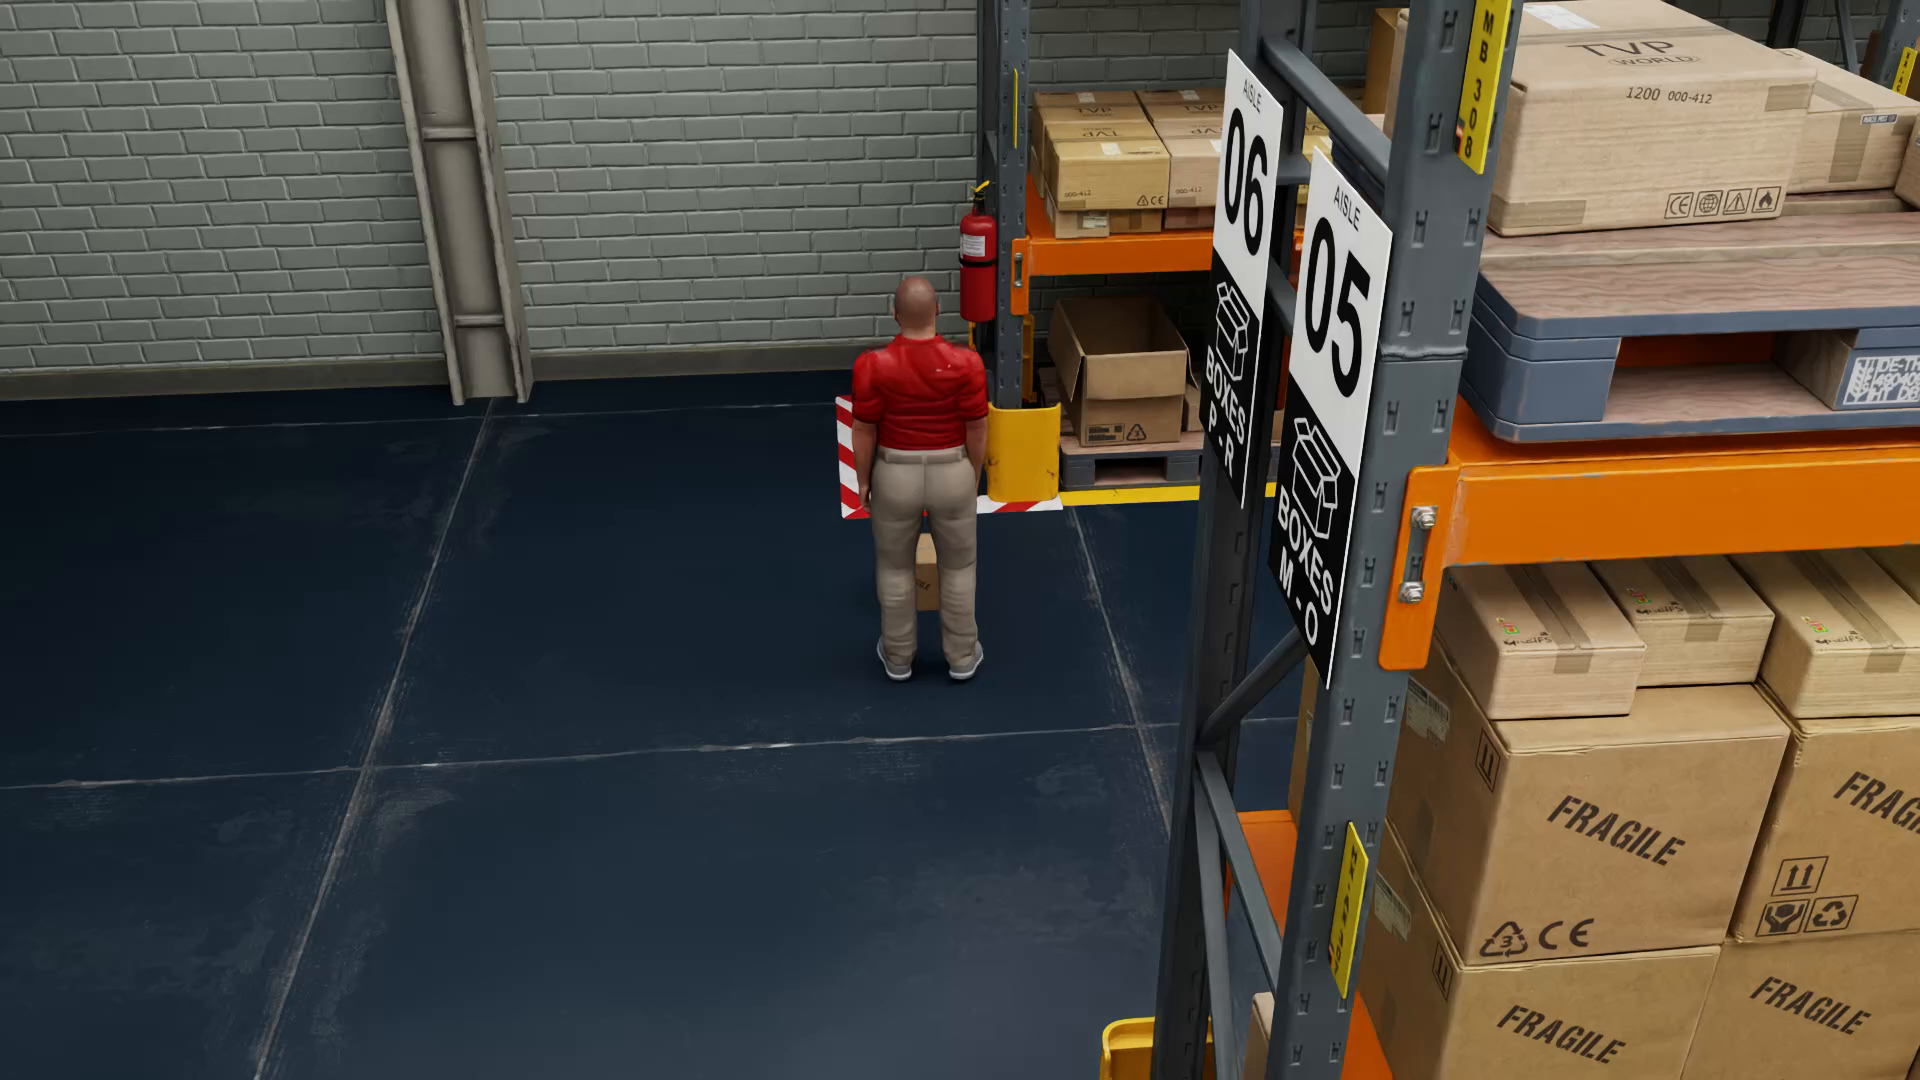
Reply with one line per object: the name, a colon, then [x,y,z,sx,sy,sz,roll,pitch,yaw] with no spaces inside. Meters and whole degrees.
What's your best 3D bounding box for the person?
person: [-0.158,-0.224,6.550,0.526,1.749,0.372,-2,31,-4]
